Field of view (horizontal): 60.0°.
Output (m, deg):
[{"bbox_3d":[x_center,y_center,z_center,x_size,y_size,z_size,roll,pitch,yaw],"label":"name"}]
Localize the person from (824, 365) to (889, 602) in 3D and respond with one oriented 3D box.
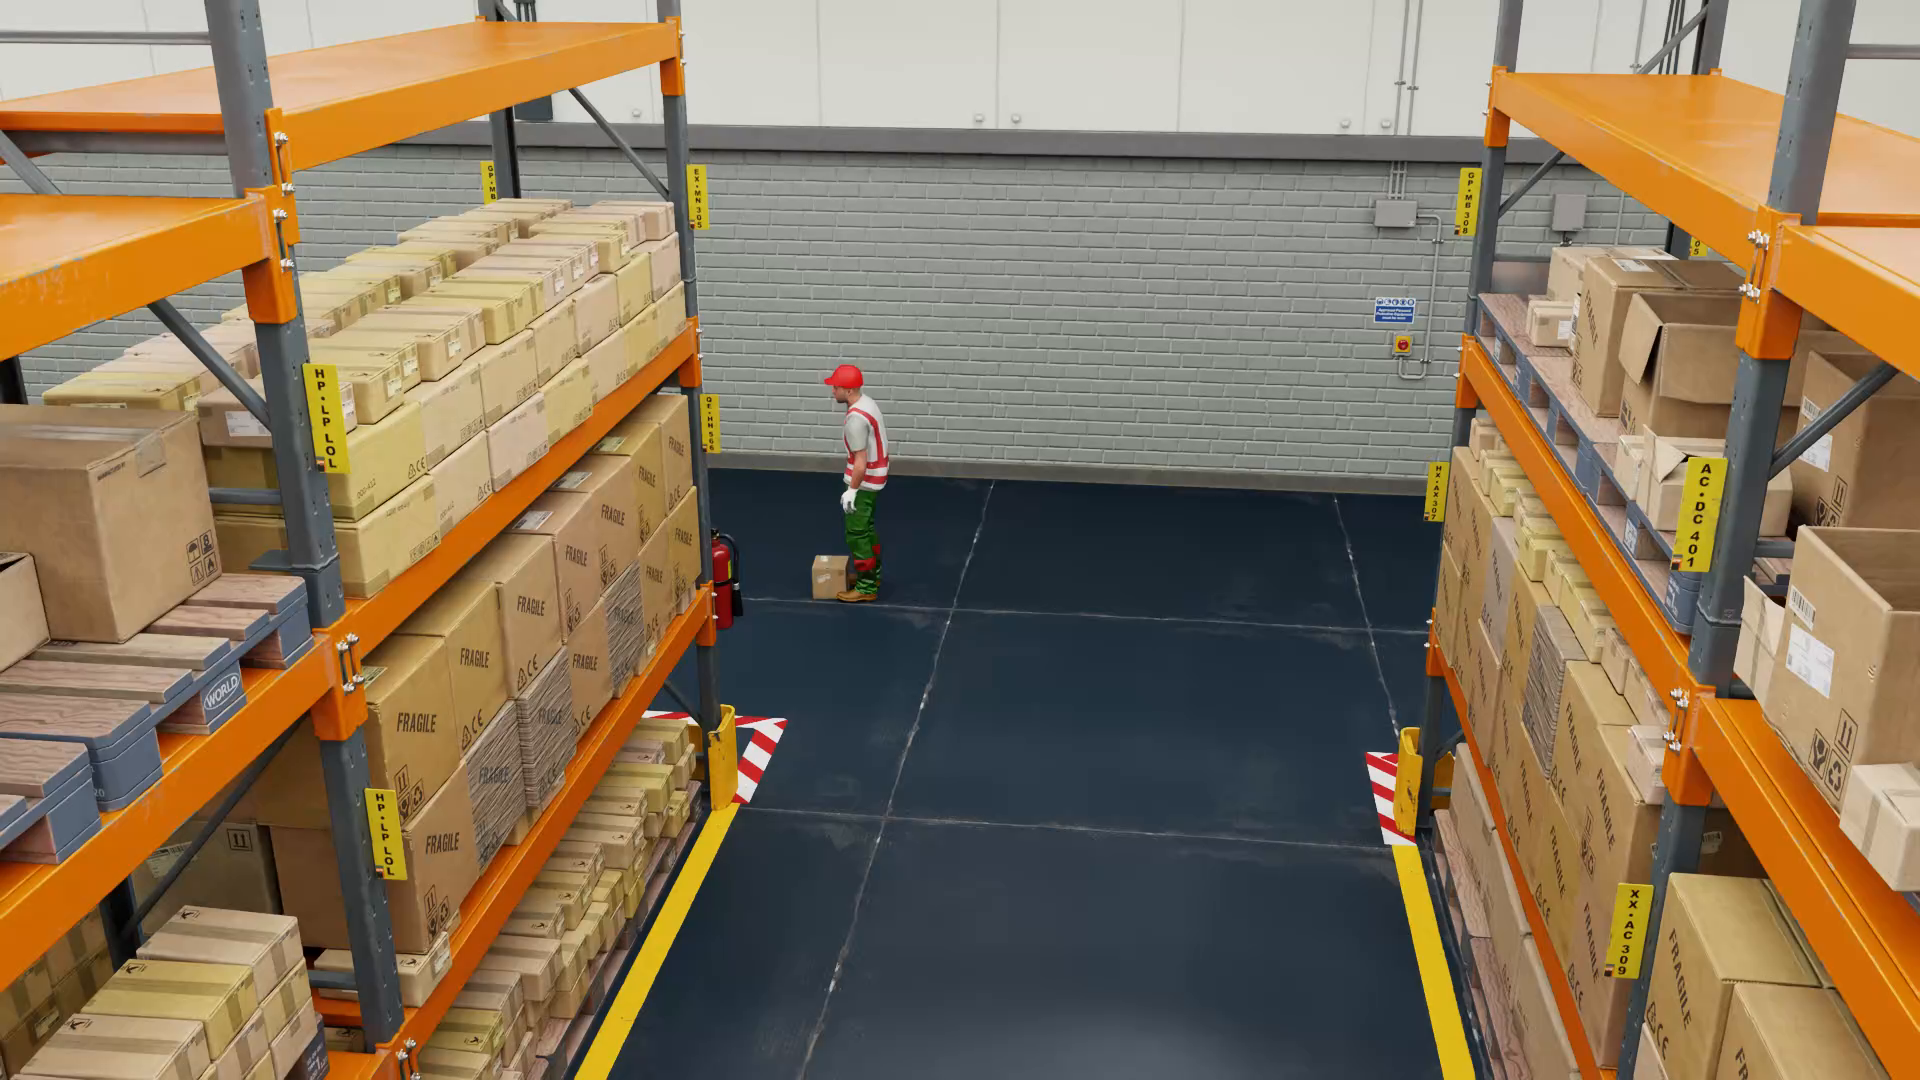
[{"bbox_3d":[-0.744,-0.421,12.159,0.450,1.780,0.623,2,21,5],"label":"person"}]
